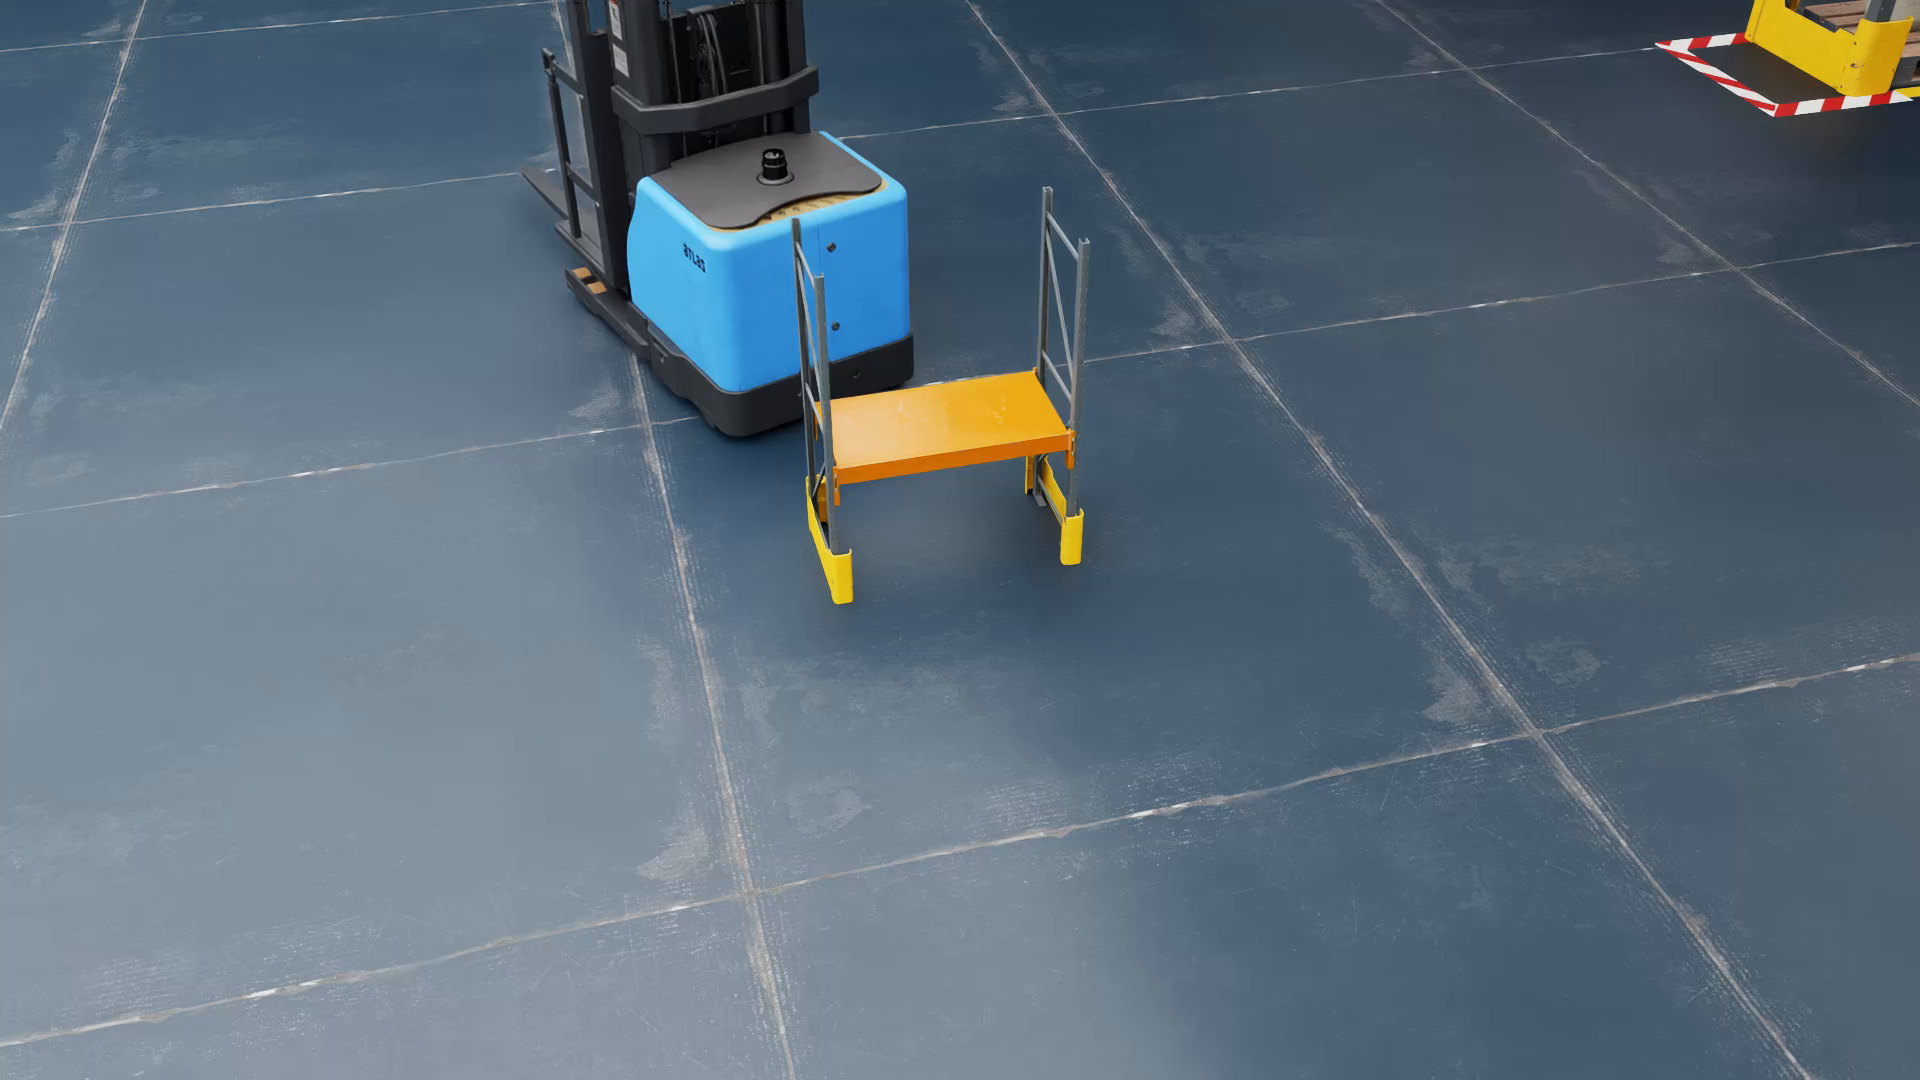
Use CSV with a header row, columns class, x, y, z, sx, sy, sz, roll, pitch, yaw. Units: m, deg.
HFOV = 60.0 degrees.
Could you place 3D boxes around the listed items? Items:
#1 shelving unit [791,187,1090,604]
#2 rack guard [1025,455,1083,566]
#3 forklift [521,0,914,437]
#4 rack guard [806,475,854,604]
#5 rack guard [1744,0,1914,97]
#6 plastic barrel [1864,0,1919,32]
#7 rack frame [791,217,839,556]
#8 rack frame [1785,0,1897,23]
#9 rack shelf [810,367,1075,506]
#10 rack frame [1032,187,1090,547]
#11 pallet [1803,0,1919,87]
class,x,y,z,sx,sy,sz,roll,pitch,yaw
shelving unit,-0.074,-0.584,6.779,1.083,1.500,0.587,-9,38,-12
rack guard,0.407,-0.166,7.261,0.087,0.250,0.587,-9,38,-12
forklift,-1.457,-2.507,8.115,1.130,2.935,3.031,-22,42,-26
rack guard,-0.554,-0.008,7.055,0.087,0.250,0.587,-9,38,-12
rack guard,5.954,-3.523,11.445,0.348,0.500,1.175,-9,38,-12
plastic barrel,6.508,-3.804,11.457,0.421,0.512,0.421,0,37,0
rack frame,-0.573,-0.502,6.671,0.032,1.500,0.500,-9,38,-12
rack frame,5.893,-4.477,10.633,0.127,3.000,1.000,-9,38,-12
rack shelf,-0.082,-0.439,6.886,1.000,0.185,0.538,-9,38,-12
rack frame,0.408,-0.663,6.882,0.032,1.500,0.500,-9,38,-12
pallet,6.740,-3.534,11.697,1.213,0.211,1.003,-9,38,-12
